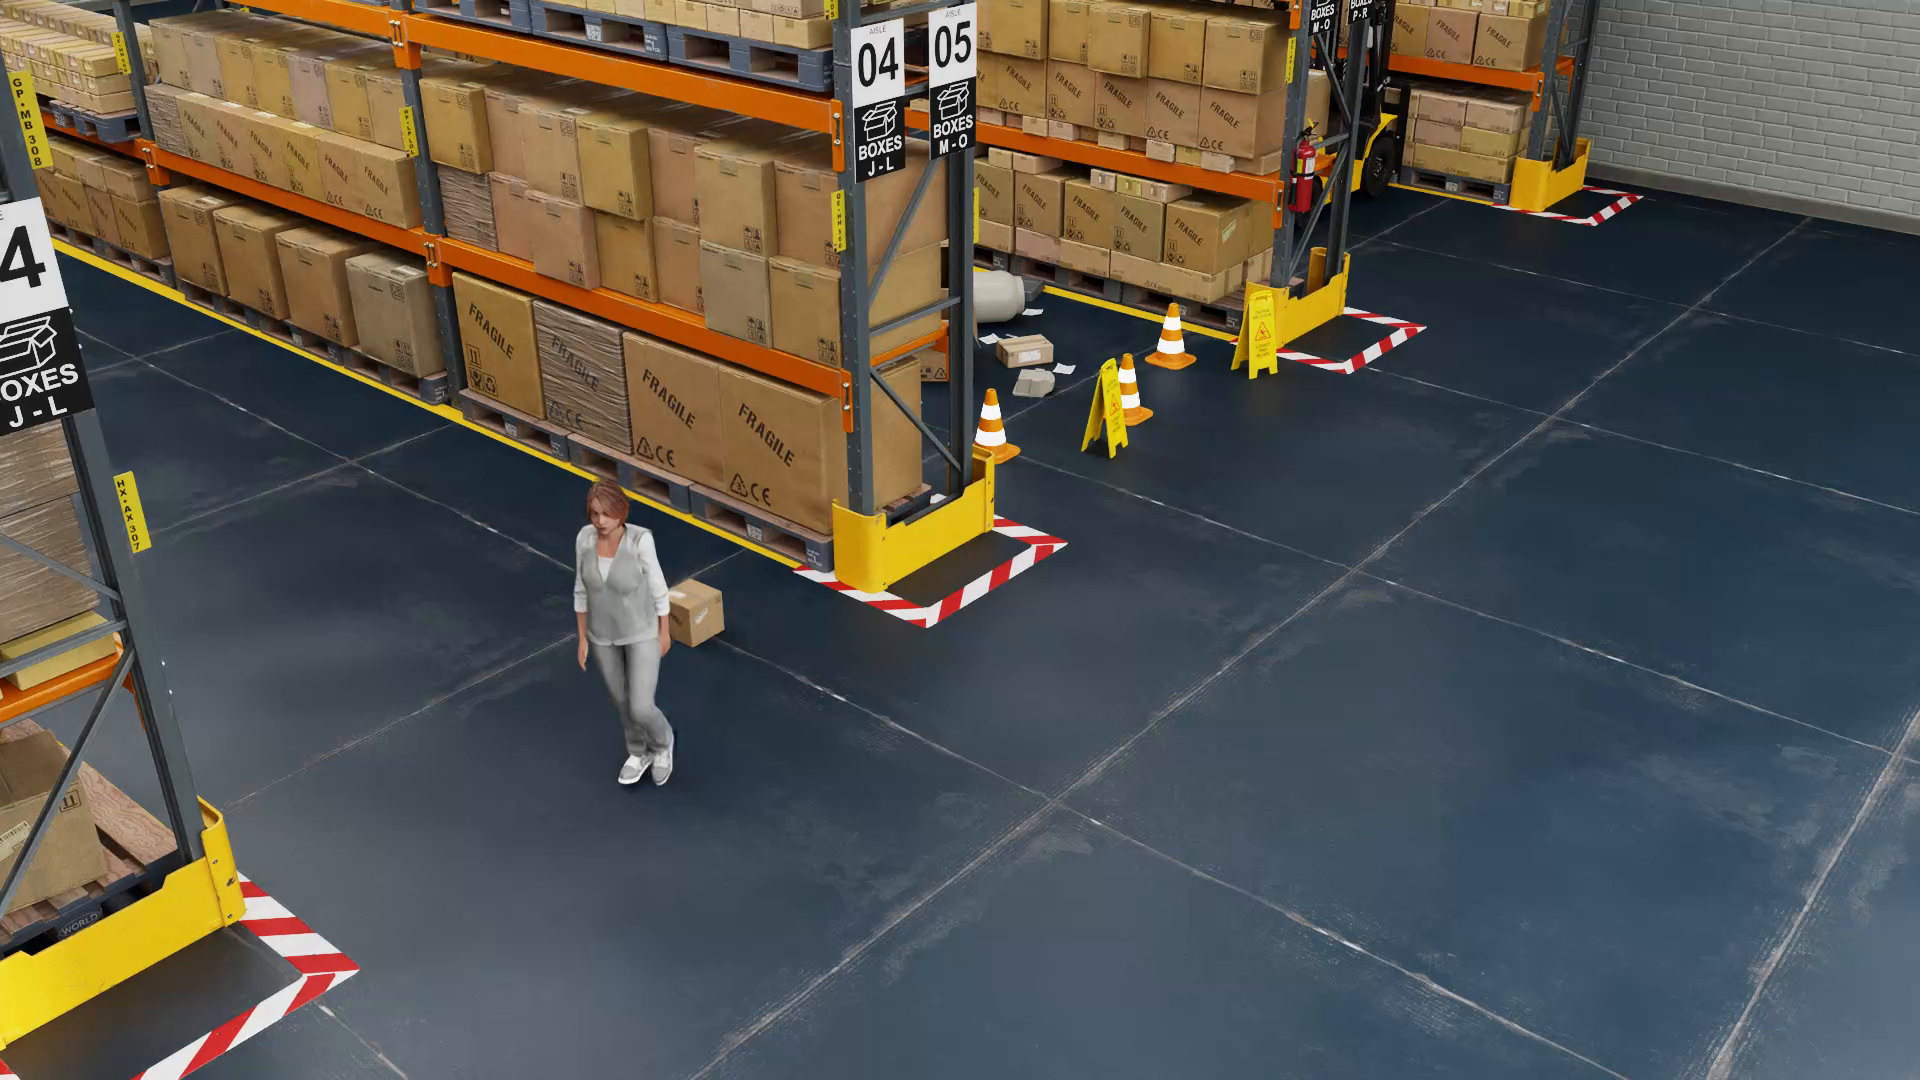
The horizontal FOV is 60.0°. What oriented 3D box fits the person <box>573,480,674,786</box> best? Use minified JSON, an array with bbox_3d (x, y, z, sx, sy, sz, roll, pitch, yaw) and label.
[{"bbox_3d":[-1.560,0.460,7.710,0.422,1.604,0.411,6,28,12],"label":"person"}]
